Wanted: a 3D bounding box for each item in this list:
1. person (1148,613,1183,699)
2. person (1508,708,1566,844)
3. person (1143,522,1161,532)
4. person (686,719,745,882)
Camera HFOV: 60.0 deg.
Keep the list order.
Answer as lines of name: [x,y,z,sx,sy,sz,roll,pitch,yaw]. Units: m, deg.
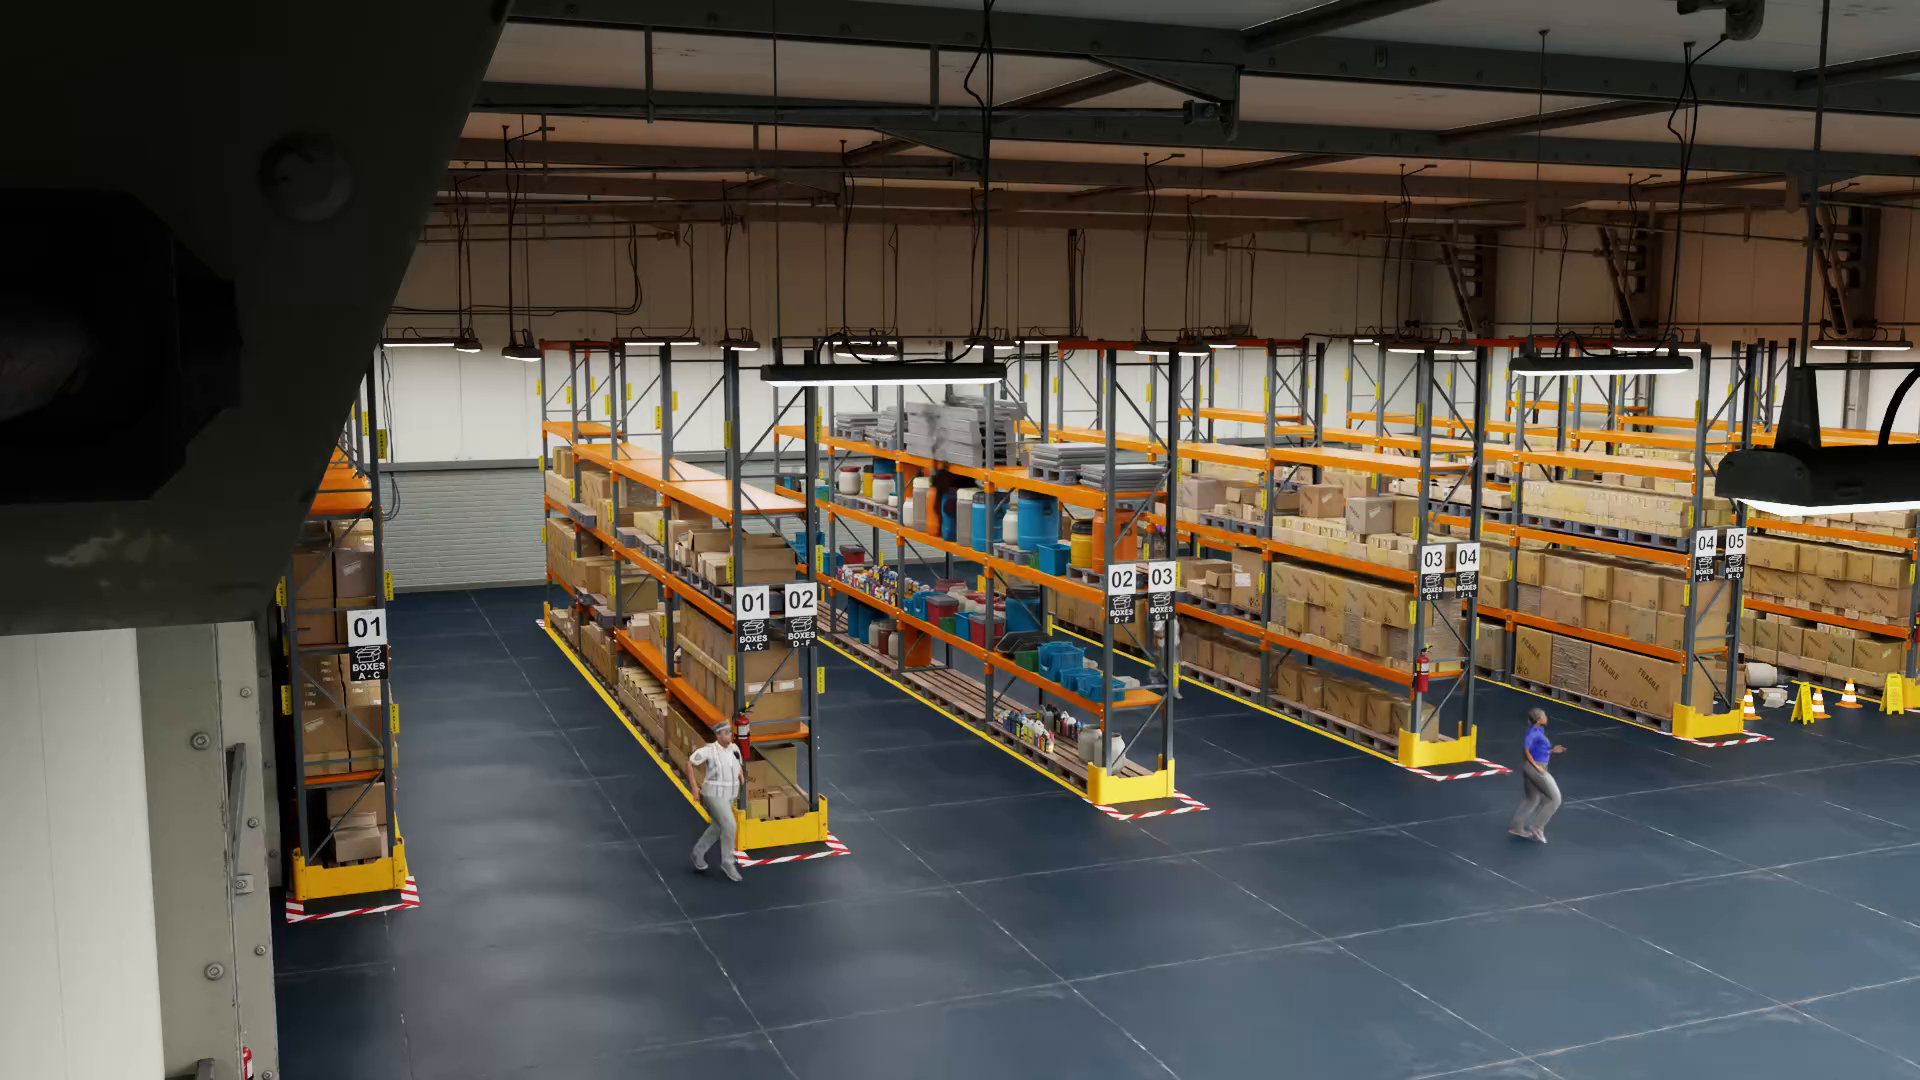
person: [3.551,1.817,28.441,0.579,1.700,0.859,-4,8,-27]
person: [7.096,2.886,20.367,0.662,1.685,0.555,0,7,3]
person: [4.681,0.153,40.886,0.840,1.761,0.724,-7,10,-44]
person: [-2.725,2.966,19.229,0.801,1.785,0.664,5,9,31]
